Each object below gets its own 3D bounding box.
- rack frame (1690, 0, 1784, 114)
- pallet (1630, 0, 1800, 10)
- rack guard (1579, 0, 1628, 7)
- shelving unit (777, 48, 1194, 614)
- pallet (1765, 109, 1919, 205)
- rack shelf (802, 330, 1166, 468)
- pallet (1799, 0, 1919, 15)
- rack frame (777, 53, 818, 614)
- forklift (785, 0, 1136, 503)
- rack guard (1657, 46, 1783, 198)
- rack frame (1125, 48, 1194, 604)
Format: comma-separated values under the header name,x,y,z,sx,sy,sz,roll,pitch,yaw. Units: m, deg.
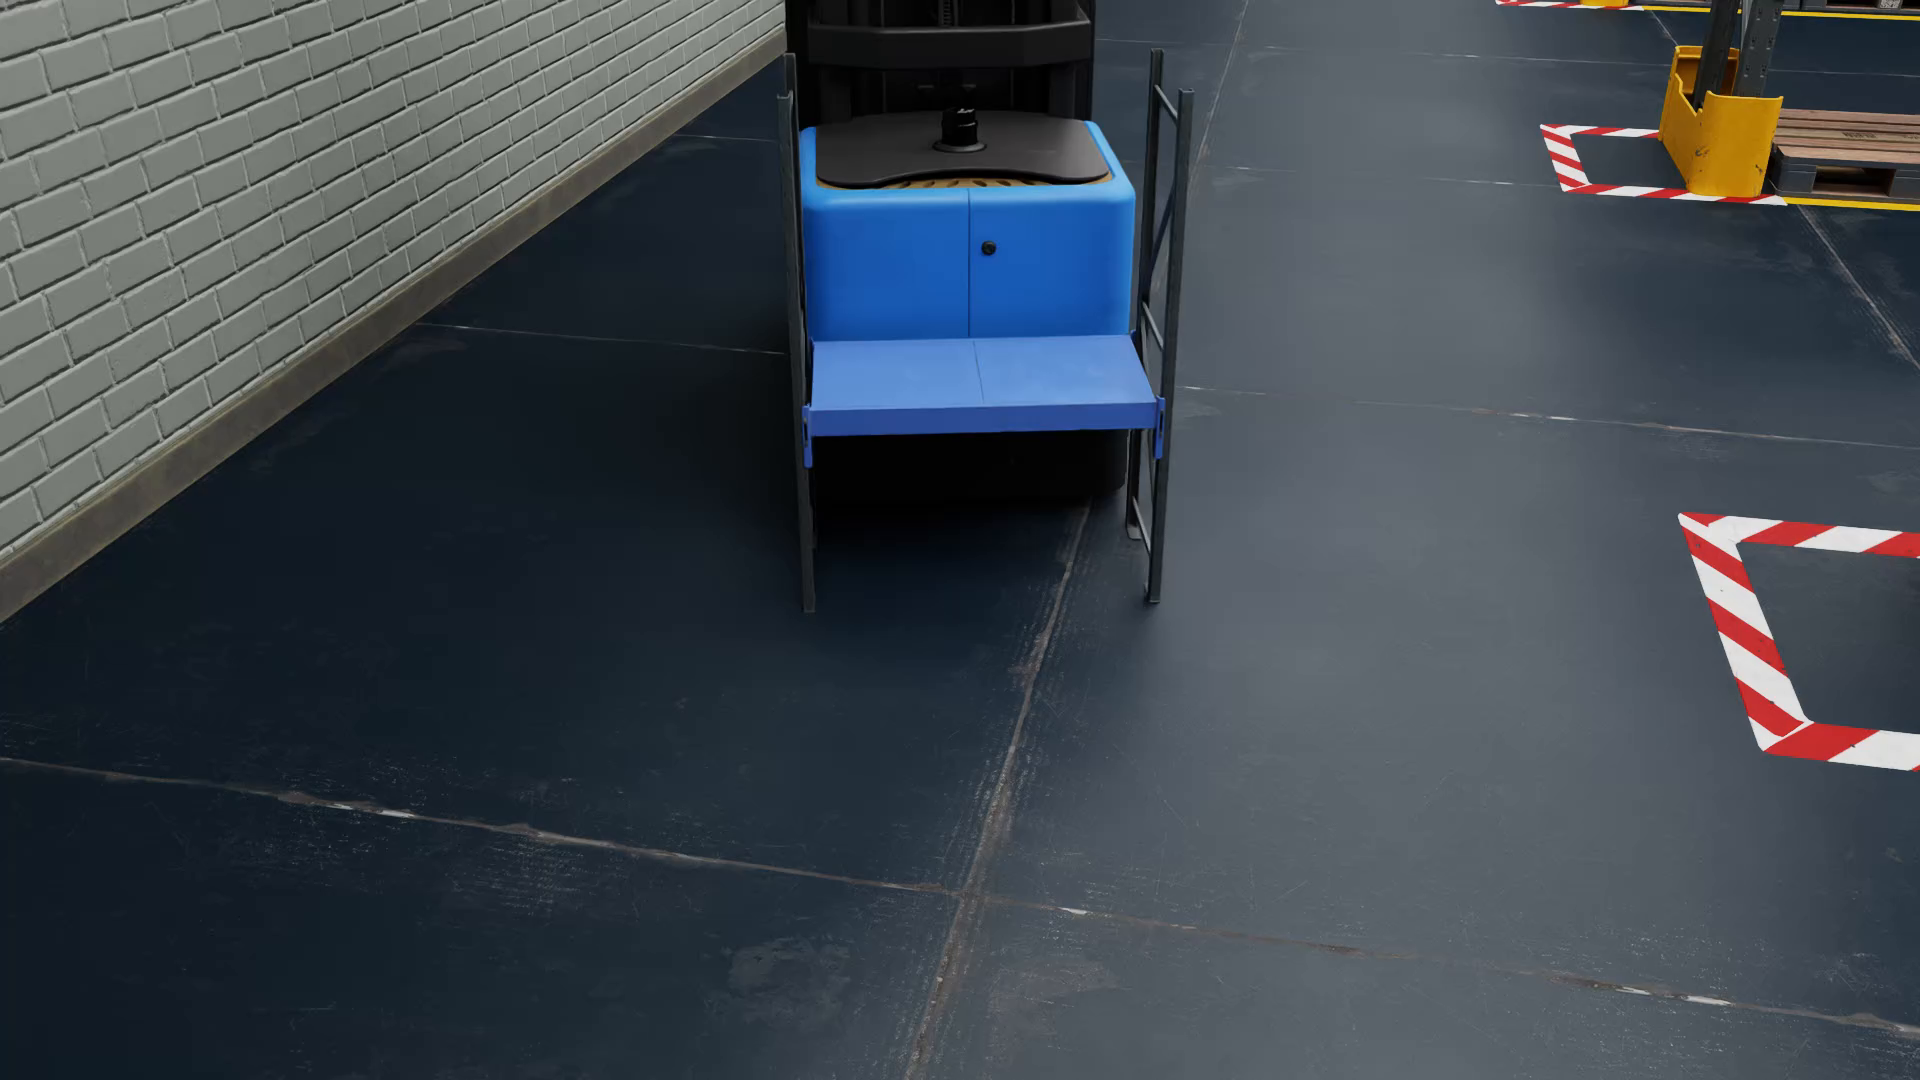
name,x,y,z,sx,sy,sz,roll,pitch,yaw
rack frame,4.029,-3.331,8.211,0.127,3.000,1.000,6,29,11
pallet,5.862,-4.391,13.050,1.213,0.211,1.003,6,29,11
rack guard,5.040,-4.563,13.064,0.348,0.500,1.175,6,29,11
shelving unit,0.053,-0.575,4.739,1.048,1.500,0.538,-2,29,-3
pallet,4.828,-2.007,8.696,1.213,0.211,1.003,6,29,11
rack shelf,0.053,-0.417,4.825,1.000,0.185,0.538,-2,29,-3
pallet,7.051,-4.267,12.825,1.213,0.211,1.003,6,29,11
rack frame,-0.455,-0.561,4.713,0.032,1.500,0.500,-2,29,-3
forklift,-0.088,-2.080,5.996,1.130,2.935,3.031,-2,29,-4
rack guard,4.003,-2.231,8.805,0.348,0.500,1.175,6,29,11
rack frame,0.560,-0.590,4.765,0.032,1.500,0.500,-2,29,-3
